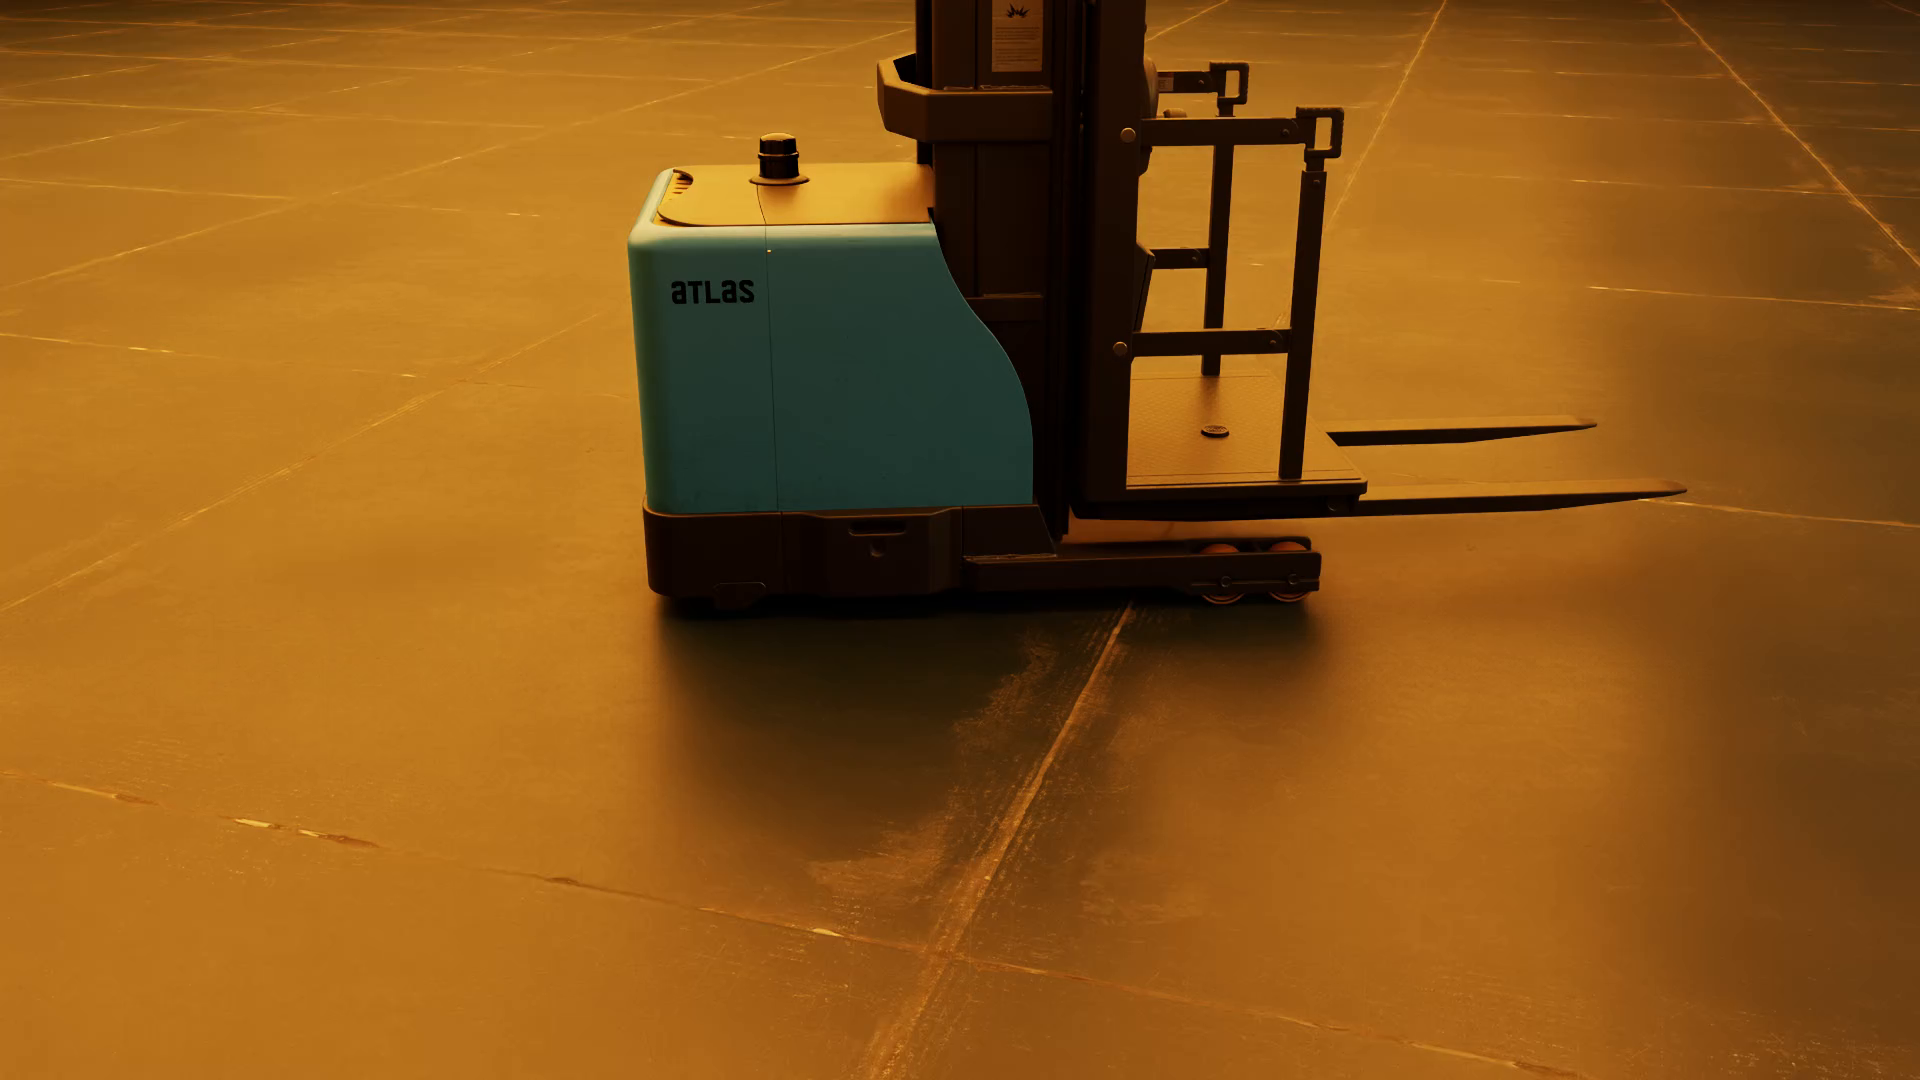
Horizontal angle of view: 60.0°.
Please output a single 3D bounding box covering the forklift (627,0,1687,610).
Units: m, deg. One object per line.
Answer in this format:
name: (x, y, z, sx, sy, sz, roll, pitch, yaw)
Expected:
forklift: (0.606, -1.374, 4.608, 3.031, 2.935, 1.130, -2, 23, -4)
